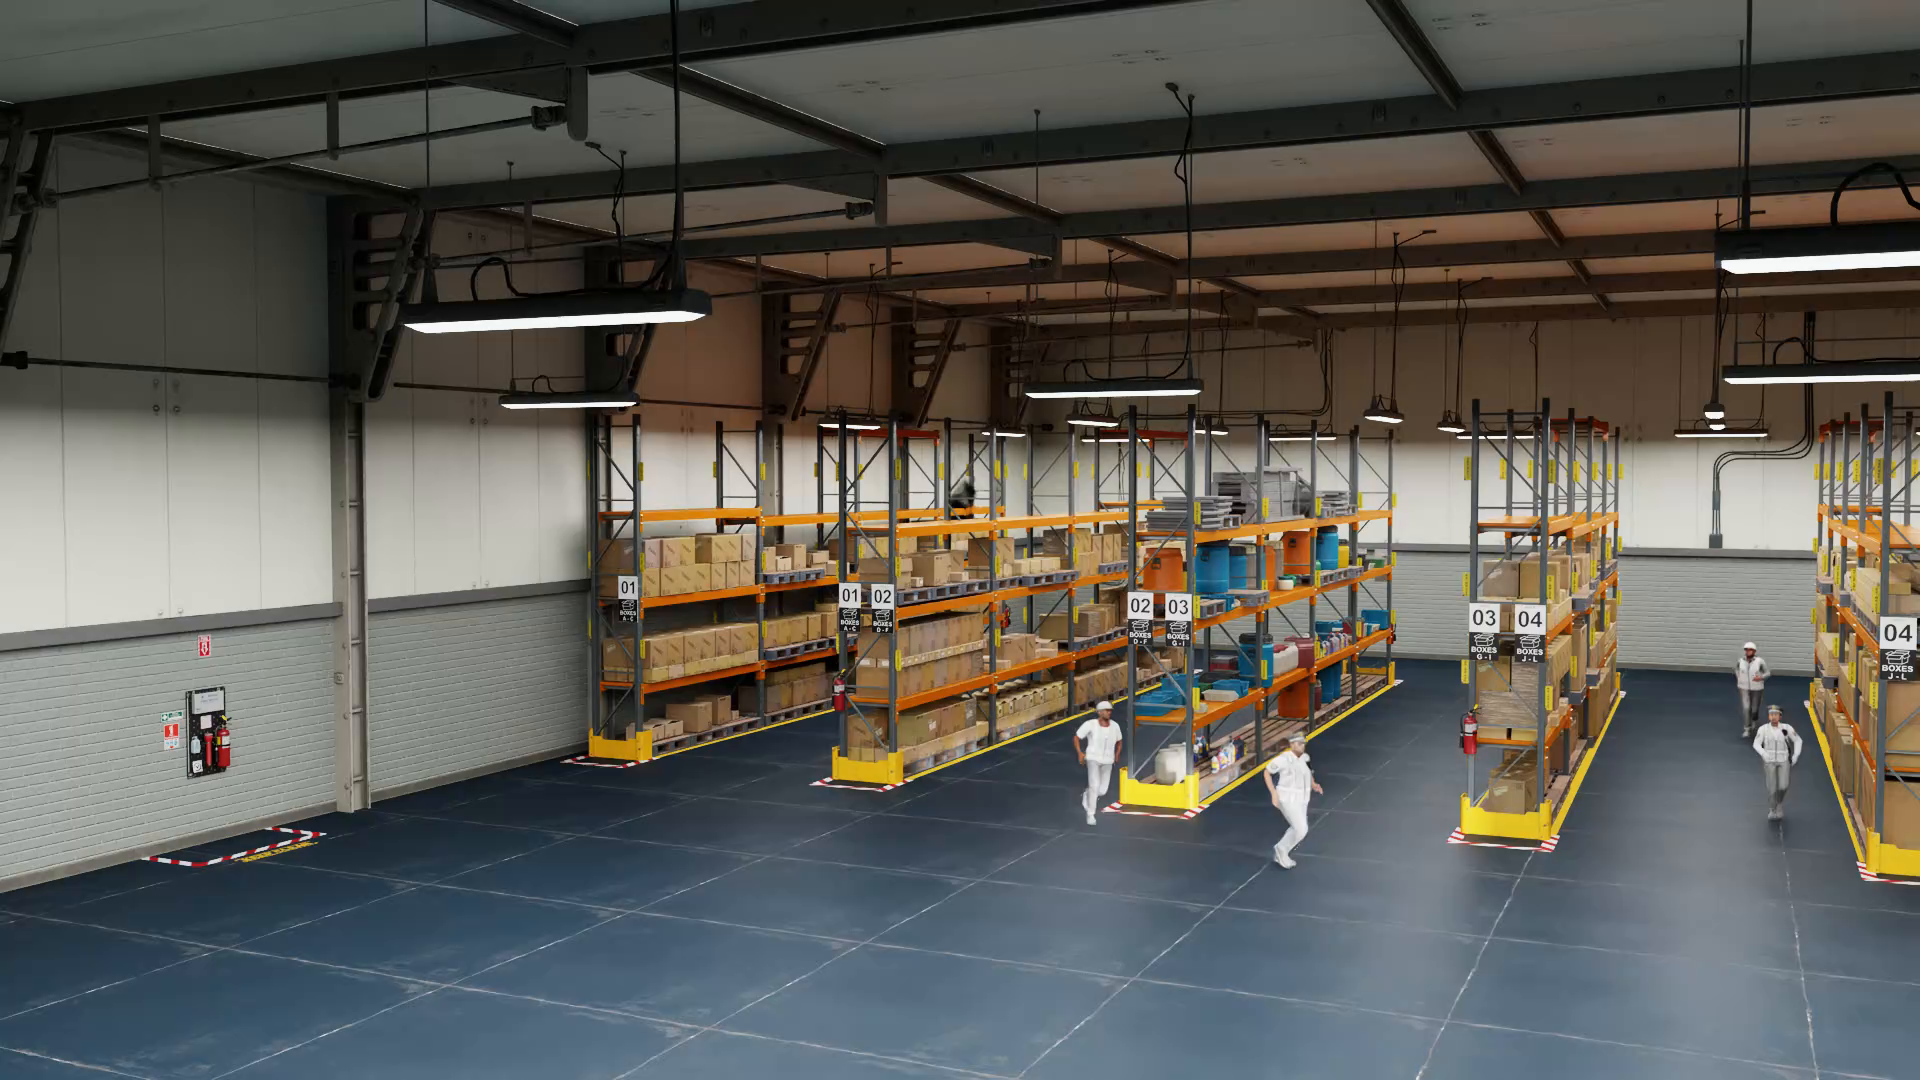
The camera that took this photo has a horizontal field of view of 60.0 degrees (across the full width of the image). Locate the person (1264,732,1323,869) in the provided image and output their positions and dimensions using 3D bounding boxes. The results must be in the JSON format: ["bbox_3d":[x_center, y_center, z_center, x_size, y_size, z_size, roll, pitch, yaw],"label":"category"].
[{"bbox_3d":[4.218,3.264,20.859,0.638,1.734,0.733,-2,3,-38],"label":"person"}]

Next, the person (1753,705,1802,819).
[{"bbox_3d":[11.706,3.188,23.826,0.629,1.656,0.574,1,3,28],"label":"person"}]

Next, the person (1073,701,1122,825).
[{"bbox_3d":[1.992,3.179,23.923,0.751,1.734,0.689,-1,2,-17],"label":"person"}]

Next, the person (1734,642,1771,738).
[{"bbox_3d":[15.003,2.827,31.512,0.652,1.782,0.862,2,3,33],"label":"person"}]
